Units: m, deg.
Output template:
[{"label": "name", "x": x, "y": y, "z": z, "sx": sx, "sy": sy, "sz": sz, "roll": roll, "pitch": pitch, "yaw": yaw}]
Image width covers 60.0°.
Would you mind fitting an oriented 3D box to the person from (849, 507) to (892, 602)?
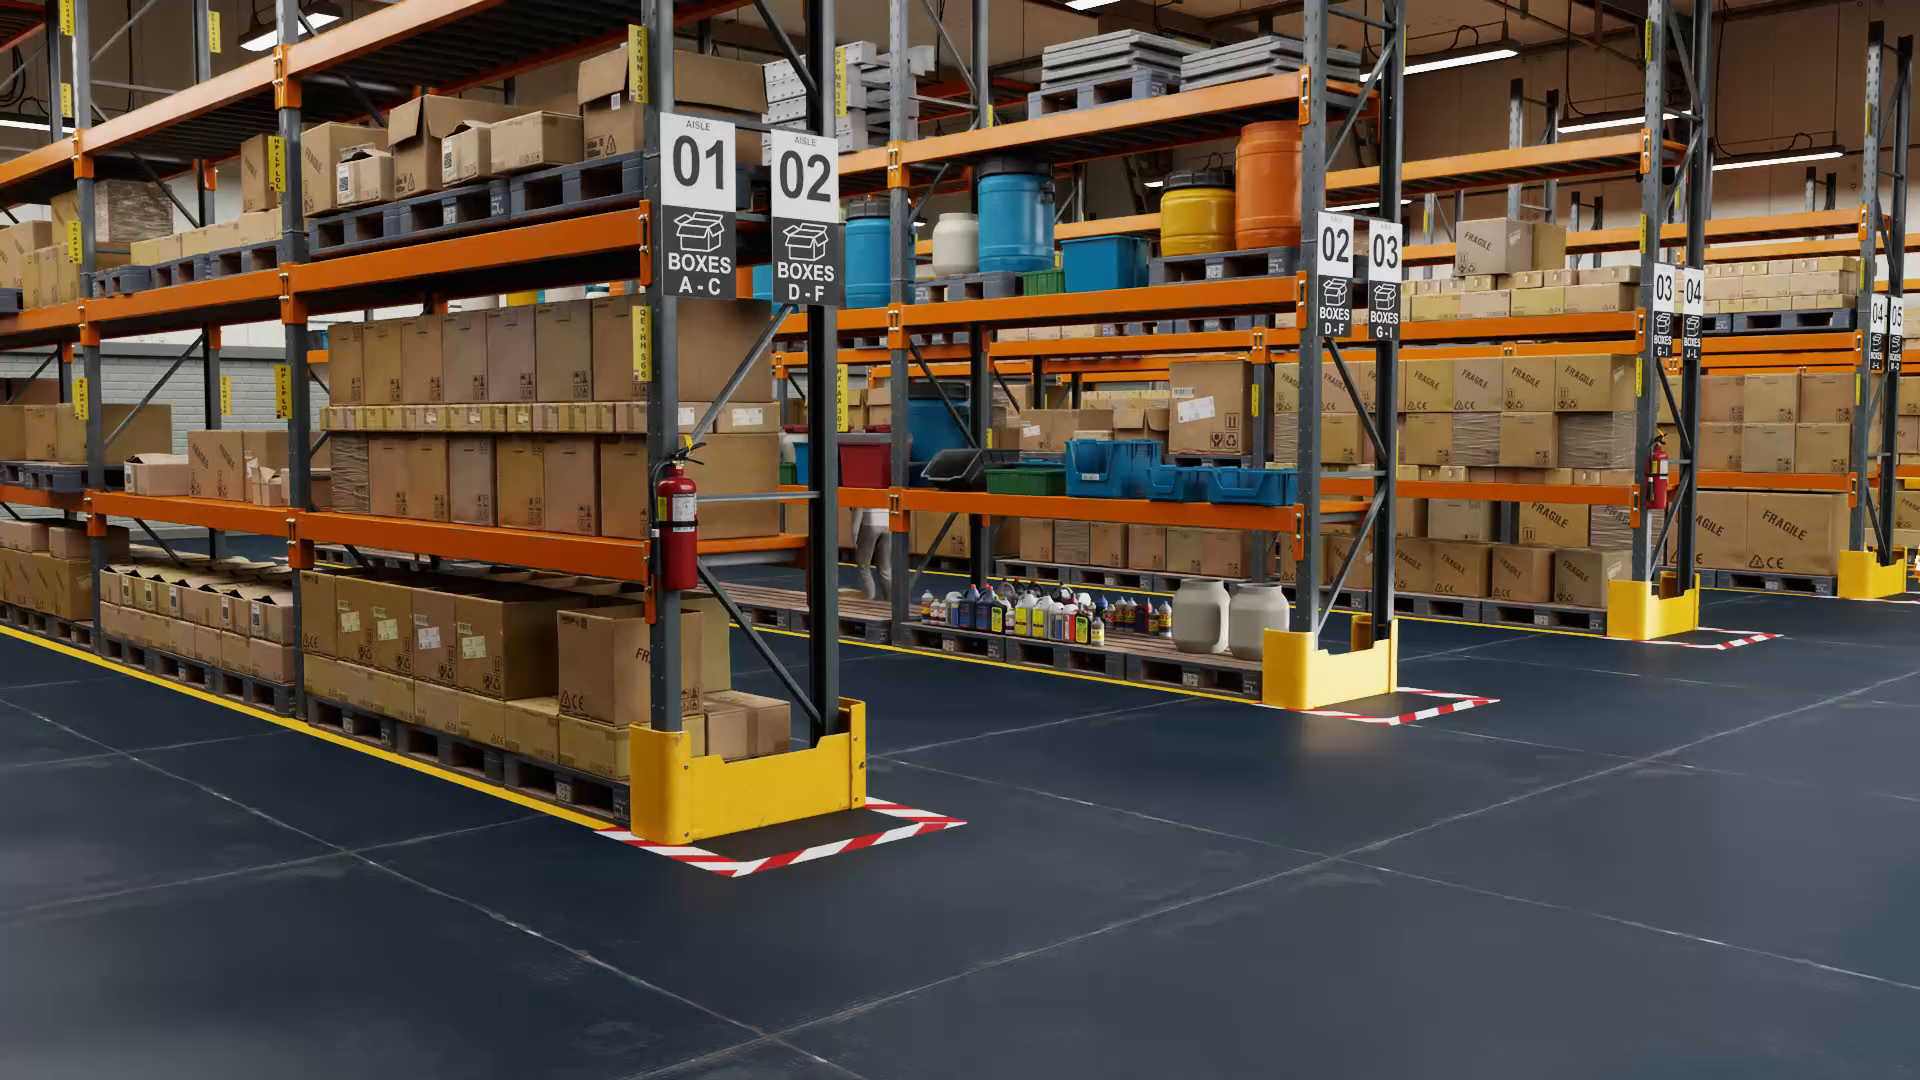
[{"label": "person", "x": -0.825, "y": -0.066, "z": 15.566, "sx": 0.466, "sy": 1.707, "sz": 0.342, "roll": -4, "pitch": 5, "yaw": -42}]
